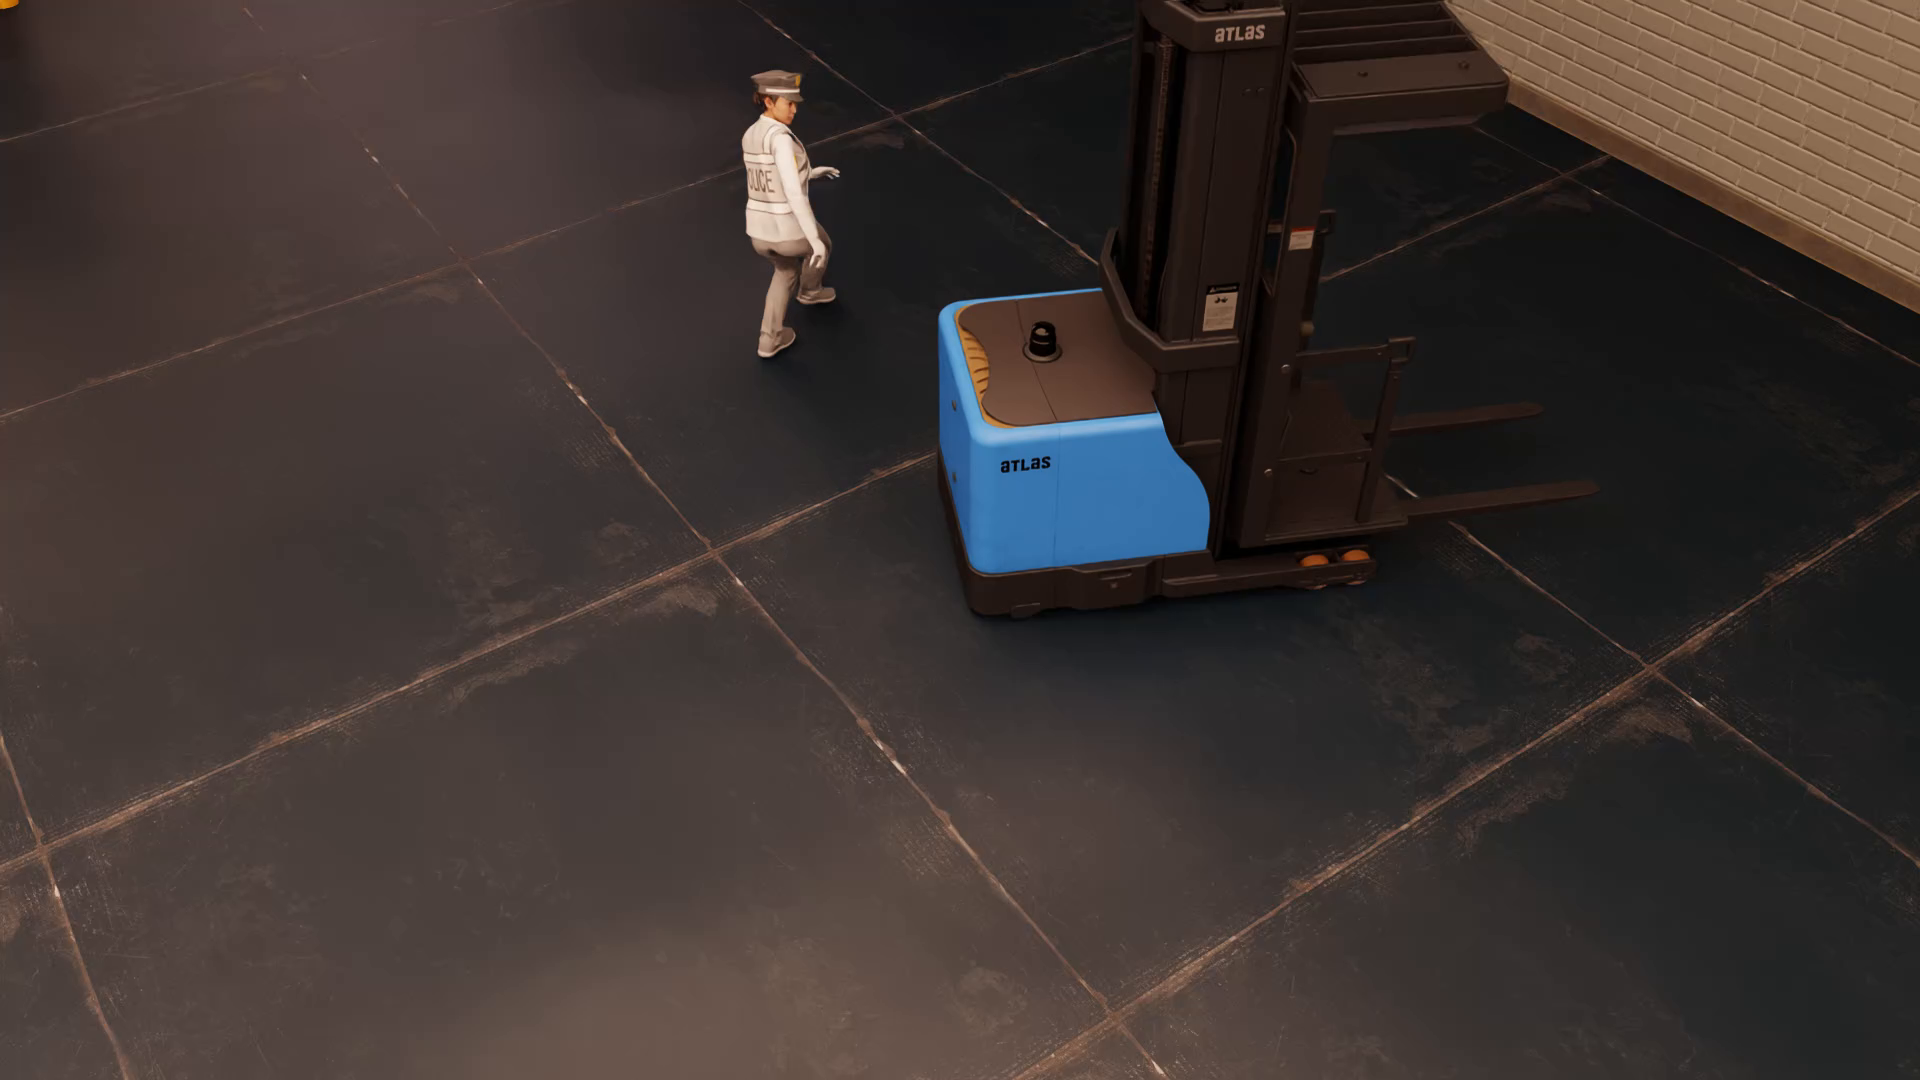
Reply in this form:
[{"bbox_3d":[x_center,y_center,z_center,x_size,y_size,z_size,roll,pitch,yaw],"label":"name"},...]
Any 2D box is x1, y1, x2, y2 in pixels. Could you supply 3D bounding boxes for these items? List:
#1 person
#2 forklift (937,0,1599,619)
[{"bbox_3d":[-0.789,-1.689,8.599,0.701,1.526,0.729,25,48,25],"label":"person"},{"bbox_3d":[1.454,-1.199,7.016,3.031,2.935,1.130,-6,43,-7],"label":"forklift"}]
